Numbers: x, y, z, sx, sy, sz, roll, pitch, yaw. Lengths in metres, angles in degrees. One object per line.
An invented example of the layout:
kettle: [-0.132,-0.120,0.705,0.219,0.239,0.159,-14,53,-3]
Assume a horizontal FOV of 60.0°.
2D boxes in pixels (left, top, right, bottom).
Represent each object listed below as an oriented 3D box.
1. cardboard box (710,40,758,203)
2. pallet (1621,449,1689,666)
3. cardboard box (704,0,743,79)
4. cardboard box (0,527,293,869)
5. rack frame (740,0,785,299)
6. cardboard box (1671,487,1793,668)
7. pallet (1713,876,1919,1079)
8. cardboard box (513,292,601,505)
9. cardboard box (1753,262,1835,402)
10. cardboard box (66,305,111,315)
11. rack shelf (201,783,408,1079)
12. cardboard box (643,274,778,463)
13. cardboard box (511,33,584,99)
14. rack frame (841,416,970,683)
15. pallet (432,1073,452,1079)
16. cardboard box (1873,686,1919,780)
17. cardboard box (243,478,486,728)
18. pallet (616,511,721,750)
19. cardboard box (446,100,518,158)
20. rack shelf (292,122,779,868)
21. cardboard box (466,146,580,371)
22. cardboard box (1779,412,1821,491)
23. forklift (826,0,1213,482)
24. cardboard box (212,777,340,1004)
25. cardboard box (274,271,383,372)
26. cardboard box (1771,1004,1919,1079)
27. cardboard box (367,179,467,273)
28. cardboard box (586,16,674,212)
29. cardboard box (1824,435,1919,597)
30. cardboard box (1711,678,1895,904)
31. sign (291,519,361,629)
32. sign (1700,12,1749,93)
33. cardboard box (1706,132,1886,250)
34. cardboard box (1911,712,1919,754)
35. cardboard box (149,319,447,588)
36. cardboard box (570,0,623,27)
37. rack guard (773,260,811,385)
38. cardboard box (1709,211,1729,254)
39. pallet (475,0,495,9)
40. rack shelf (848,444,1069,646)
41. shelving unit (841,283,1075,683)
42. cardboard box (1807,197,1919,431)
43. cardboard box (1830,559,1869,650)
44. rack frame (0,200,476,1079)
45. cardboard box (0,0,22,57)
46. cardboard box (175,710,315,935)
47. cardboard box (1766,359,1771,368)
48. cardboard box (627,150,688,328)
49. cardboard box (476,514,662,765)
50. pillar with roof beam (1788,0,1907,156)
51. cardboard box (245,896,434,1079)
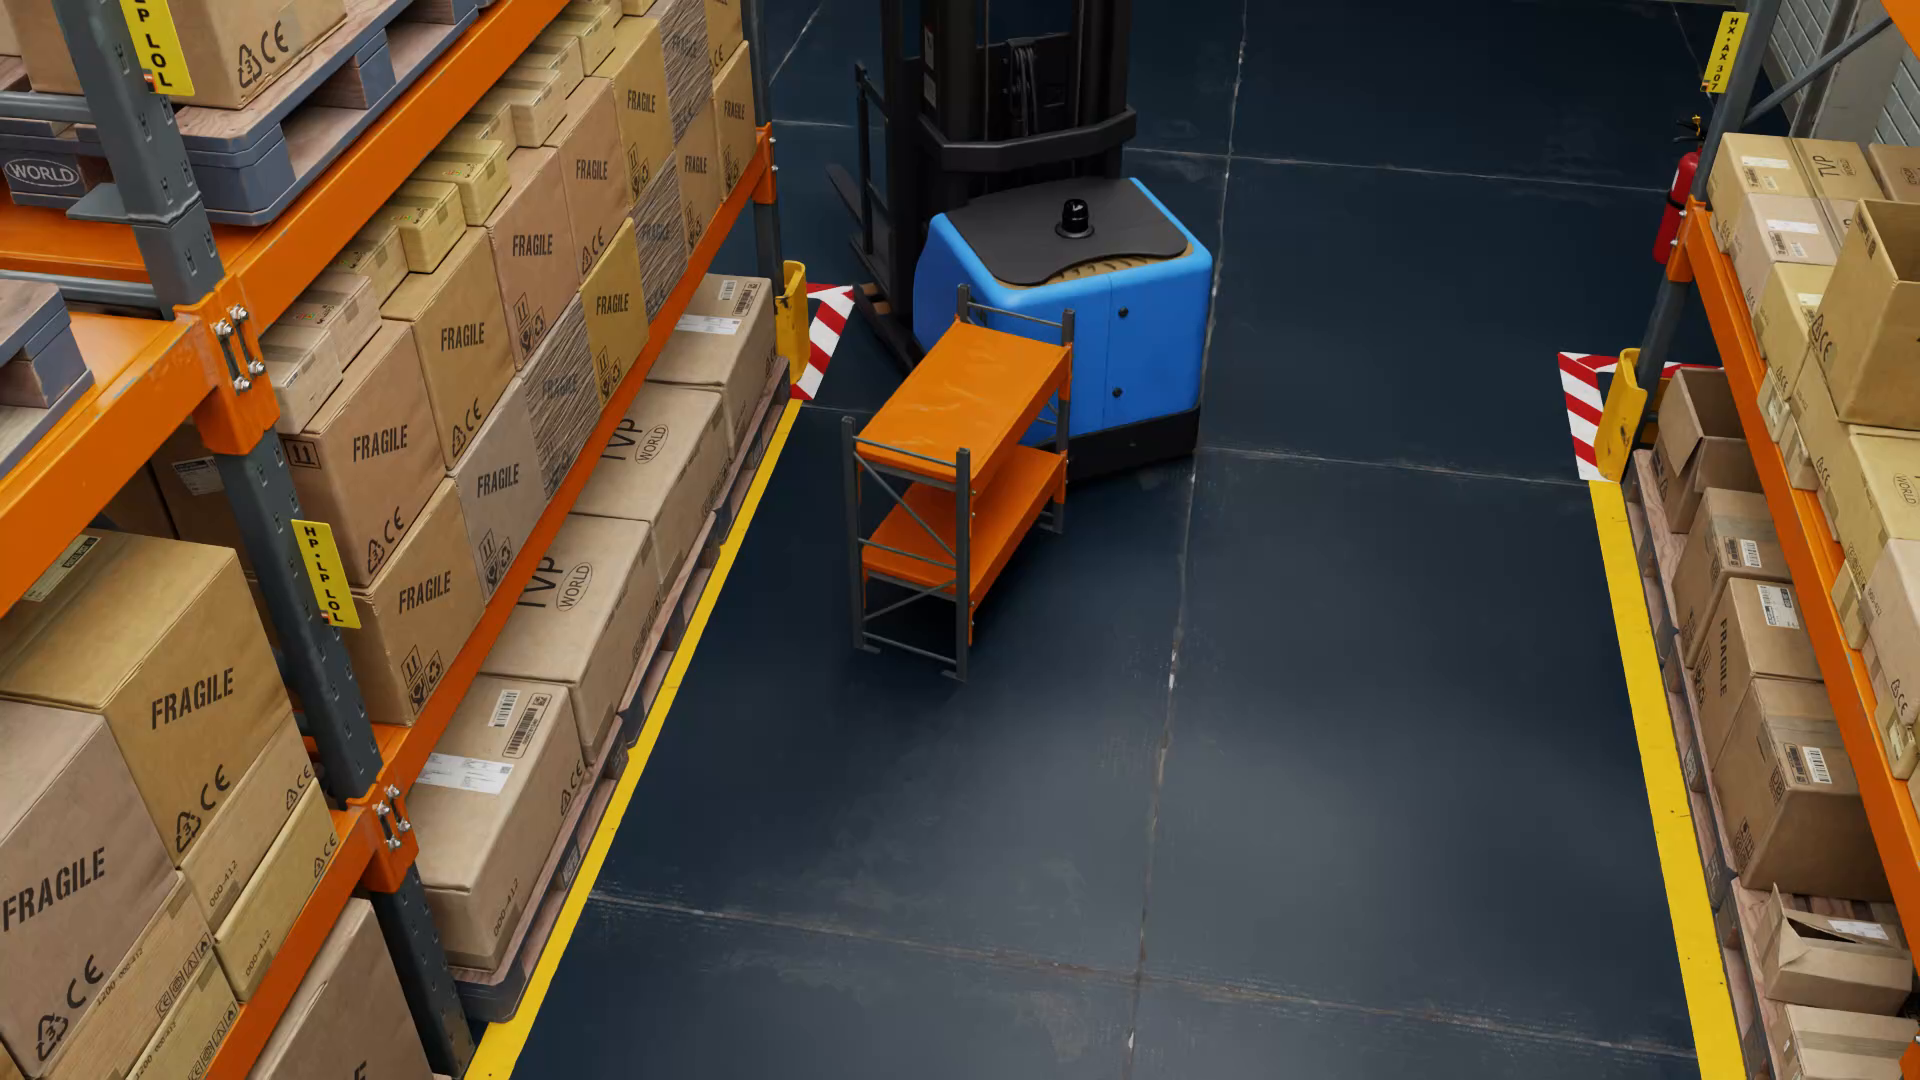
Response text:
cardboard box: [-1.173,-1.771,6.960,0.500,0.500,0.500,7,40,8]
pallet: [3.389,0.103,6.960,1.003,0.211,1.213,6,40,8]
cardboard box: [-1.199,-2.160,6.645,0.500,0.500,0.500,8,40,9]
cardboard box: [-1.873,0.330,3.634,0.500,0.500,0.500,8,40,9]
rack frame: [-1.350,-2.065,7.393,1.000,3.000,0.127,6,40,8]
cardboard box: [3.154,0.187,6.301,0.700,0.500,0.500,8,40,9]
pallet: [2.967,1.635,5.107,1.003,0.211,1.213,6,40,8]
cardboard box: [-1.520,-0.485,5.404,0.500,0.500,0.500,7,40,8]
cardboard box: [3.024,-0.687,5.611,0.500,0.250,0.500,6,40,7]
cardboard box: [-2.303,-0.457,4.076,0.380,0.149,0.250,6,40,7]
rack shelf: [-2.389,1.978,3.068,1.077,0.370,4.000,6,40,8]
cardboard box: [-1.366,-0.814,7.561,0.875,0.438,0.875,5,40,6]
cardboard box: [-1.446,-1.522,5.364,0.380,0.149,0.250,8,40,9]
rack frame: [-0.197,0.057,6.298,0.500,1.125,0.032,16,42,19]
pallet: [-2.102,2.013,4.650,1.003,0.211,1.213,6,40,8]
cardboard box: [2.698,0.528,4.454,0.380,0.149,0.250,7,40,9]
cardboard box: [-1.704,0.142,4.646,0.500,0.500,0.500,8,40,9]
pallet: [-1.625,0.284,6.741,1.003,0.211,1.213,6,40,8]
cardboard box: [-1.561,-1.205,4.981,0.380,0.149,0.250,6,40,8]
rack shelf: [-1.697,-0.532,6.104,1.077,0.370,4.000,6,40,8]
cardboard box: [-1.528,-0.887,5.106,0.500,0.500,0.500,7,40,9]
cardboard box: [2.915,-0.276,5.427,0.380,0.149,0.250,7,40,9]
forklift: [0.092,-2.270,7.696,1.130,2.935,3.031,-14,42,-16]
cardboard box: [-1.872,0.813,4.031,0.500,0.250,0.500,5,40,7]
cardboard box: [-1.704,-0.560,4.201,0.380,0.149,0.250,7,40,8]
cardboard box: [2.654,1.546,4.934,0.380,0.149,0.250,5,40,6]
cardboard box: [-1.598,-0.875,4.582,0.380,0.149,0.250,6,40,7]
cardboard box: [-1.350,-1.518,5.869,0.500,0.500,0.500,6,40,7]
cardboard box: [2.866,-0.040,4.829,0.500,0.250,0.500,6,40,7]
cardboard box: [2.974,0.839,5.513,0.700,0.500,0.500,5,40,6]
sign: [-1.506,0.084,3.948,0.100,0.325,0.005,6,40,8]
sign: [3.005,-1.913,6.530,0.100,0.325,0.005,6,40,8]
cardboard box: [3.195,-1.321,6.378,0.500,0.250,0.500,7,40,8]
cardboard box: [2.695,0.587,4.070,0.500,0.250,0.500,7,40,9]
cardboard box: [-1.722,-0.250,4.336,0.500,0.500,0.500,7,40,8]
cardboard box: [-1.396,-1.848,5.759,0.380,0.149,0.250,6,40,7]
rack guard: [-1.346,-1.116,8.208,1.175,0.500,0.348,6,40,8]
cardboard box: [3.212,-1.247,6.601,0.380,0.149,0.250,6,40,7]
pallet: [-1.677,-1.952,4.972,1.003,0.211,1.213,6,40,8]
rack shelf: [0.013,-0.050,6.811,0.538,0.278,1.000,16,42,19]
shelving unit: [0.013,-0.238,6.655,0.538,1.125,1.048,16,42,19]
cardboard box: [2.936,-0.669,5.001,0.500,0.500,0.500,7,40,9]
cardboard box: [2.787,0.203,4.848,0.380,0.149,0.250,6,40,7]
rack frame: [-2.043,0.446,4.357,1.000,3.000,0.127,6,40,8]
cardboard box: [-2.247,-1.295,3.806,0.396,0.266,0.258,8,40,9]
cardboard box: [-1.879,0.614,3.878,0.500,0.250,0.500,6,40,8]
cardboard box: [3.058,-0.594,5.812,0.380,0.149,0.250,7,40,8]
cardboard box: [-1.354,-1.134,6.189,0.500,0.500,0.500,7,40,9]
cardboard box: [-1.674,0.327,6.181,0.875,0.438,0.875,5,40,6]
pillar with roof beam: [0.653,-5.899,7.323,9.100,9.000,0.400,6,40,8]
cardboard box: [-2.071,1.501,4.419,0.875,0.875,0.875,8,40,9]
